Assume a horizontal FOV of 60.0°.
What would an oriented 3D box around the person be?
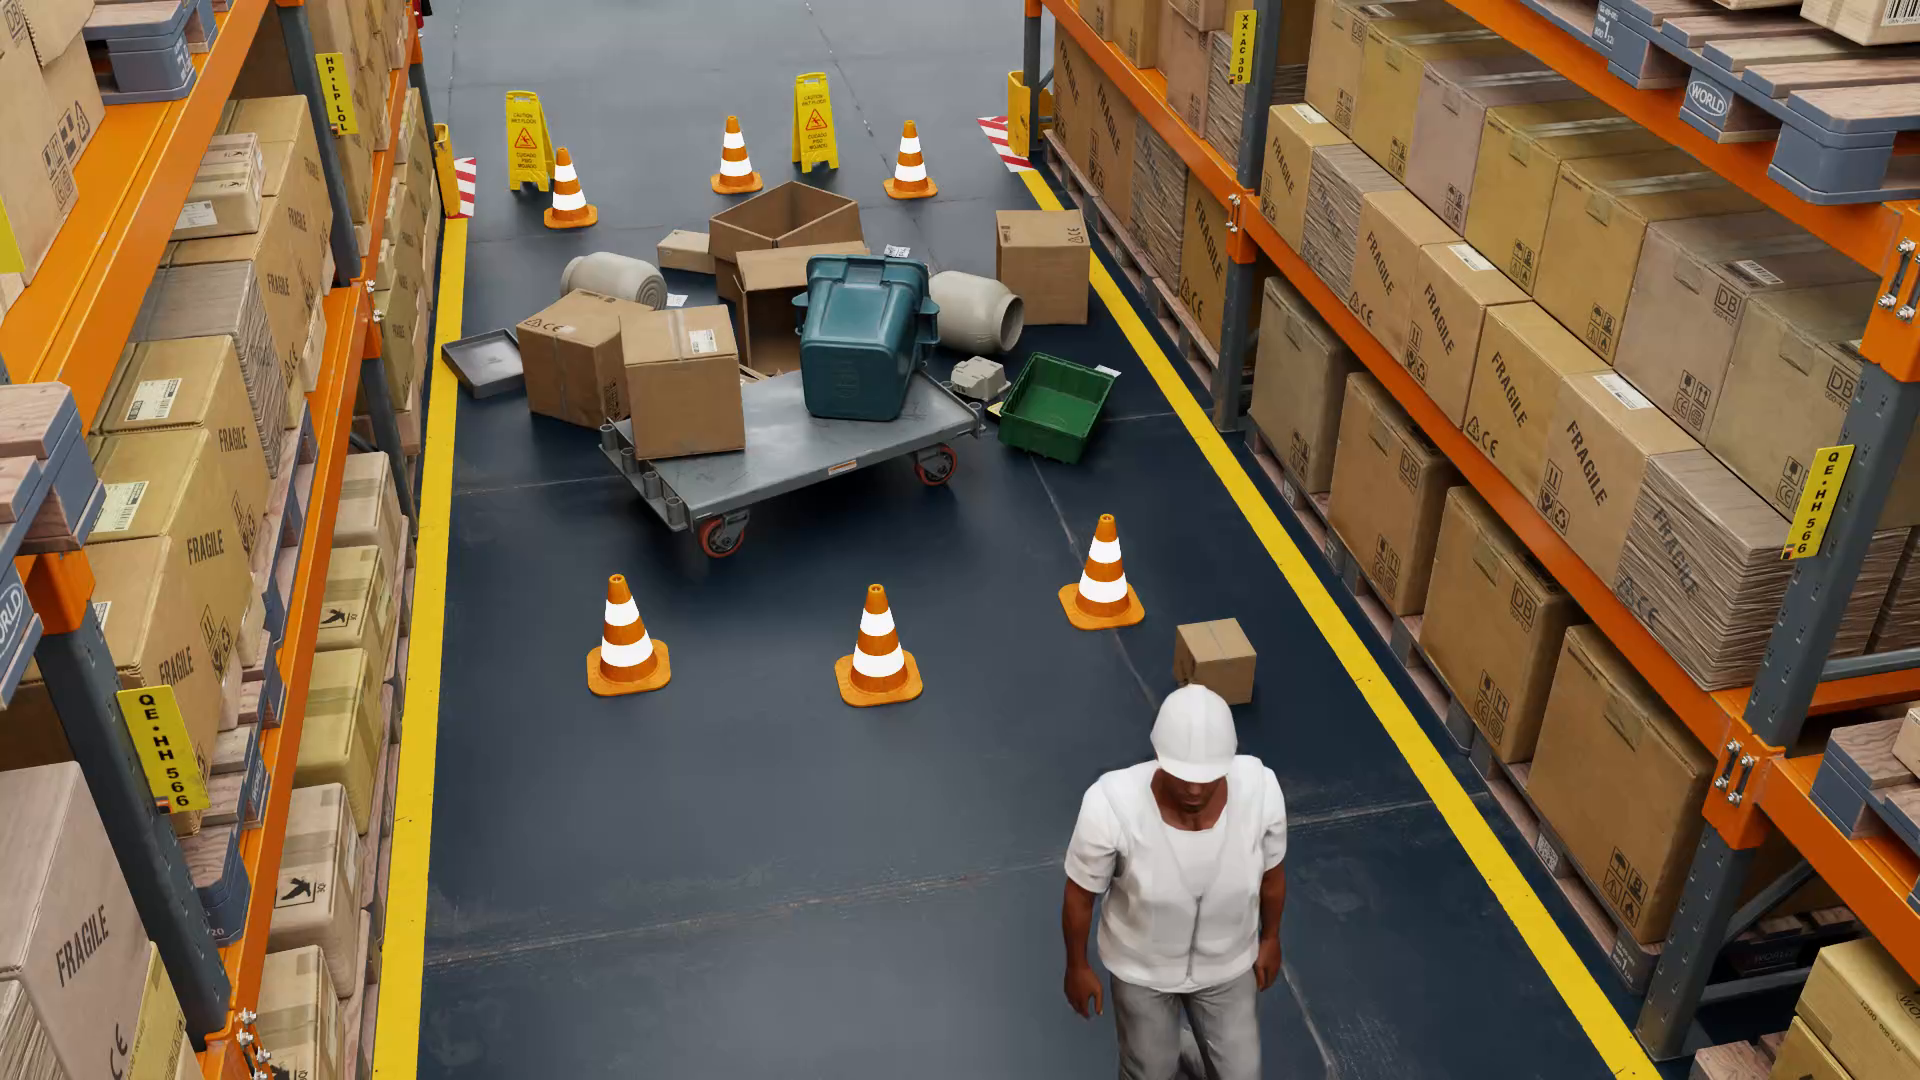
[{"bbox_3d":[0.575,1.104,4.444,0.616,1.759,0.492,-3,34,-4],"label":"person"}]
